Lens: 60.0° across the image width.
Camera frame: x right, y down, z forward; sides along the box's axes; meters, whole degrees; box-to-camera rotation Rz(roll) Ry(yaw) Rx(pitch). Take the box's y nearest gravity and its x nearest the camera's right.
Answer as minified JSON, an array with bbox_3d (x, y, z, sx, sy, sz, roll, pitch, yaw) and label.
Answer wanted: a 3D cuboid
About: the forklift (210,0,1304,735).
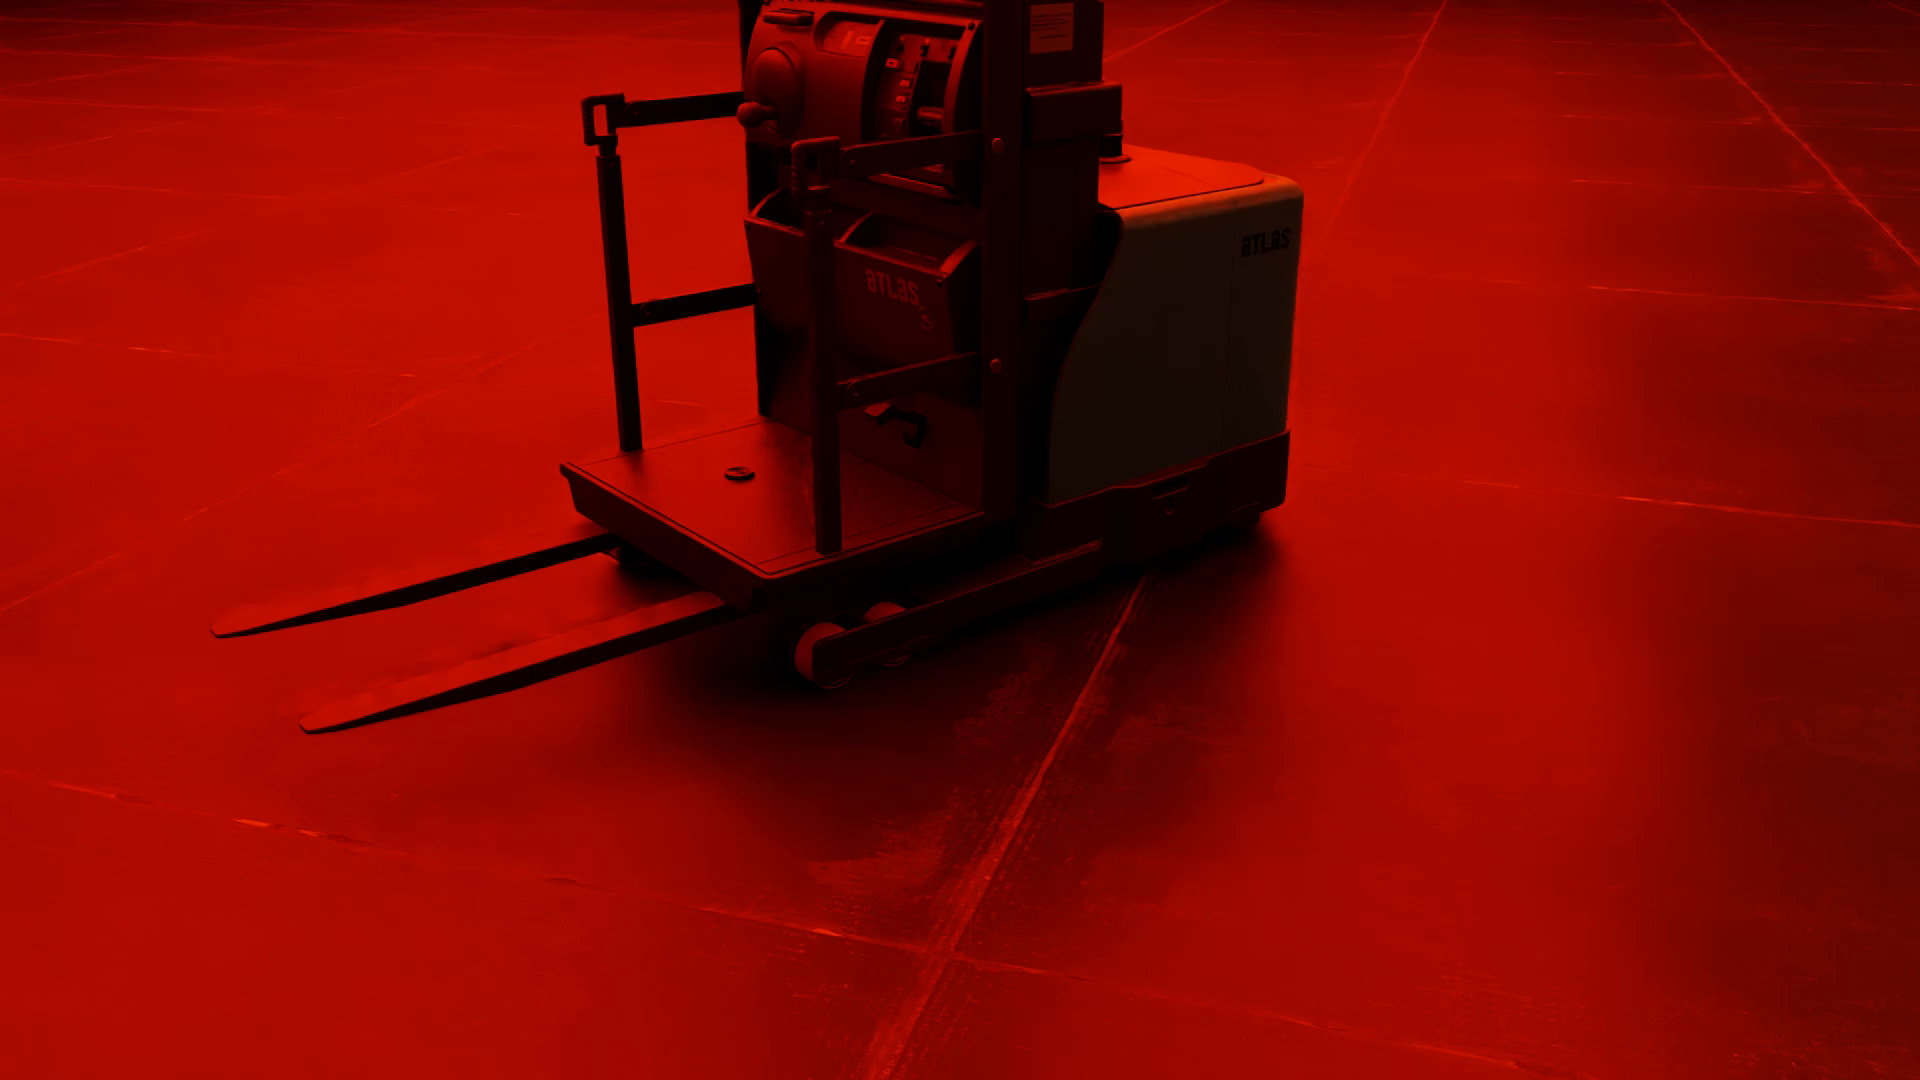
[{"bbox_3d":[-0.434,-1.204,4.195,3.031,2.935,1.130,-17,28,-36],"label":"forklift"}]
